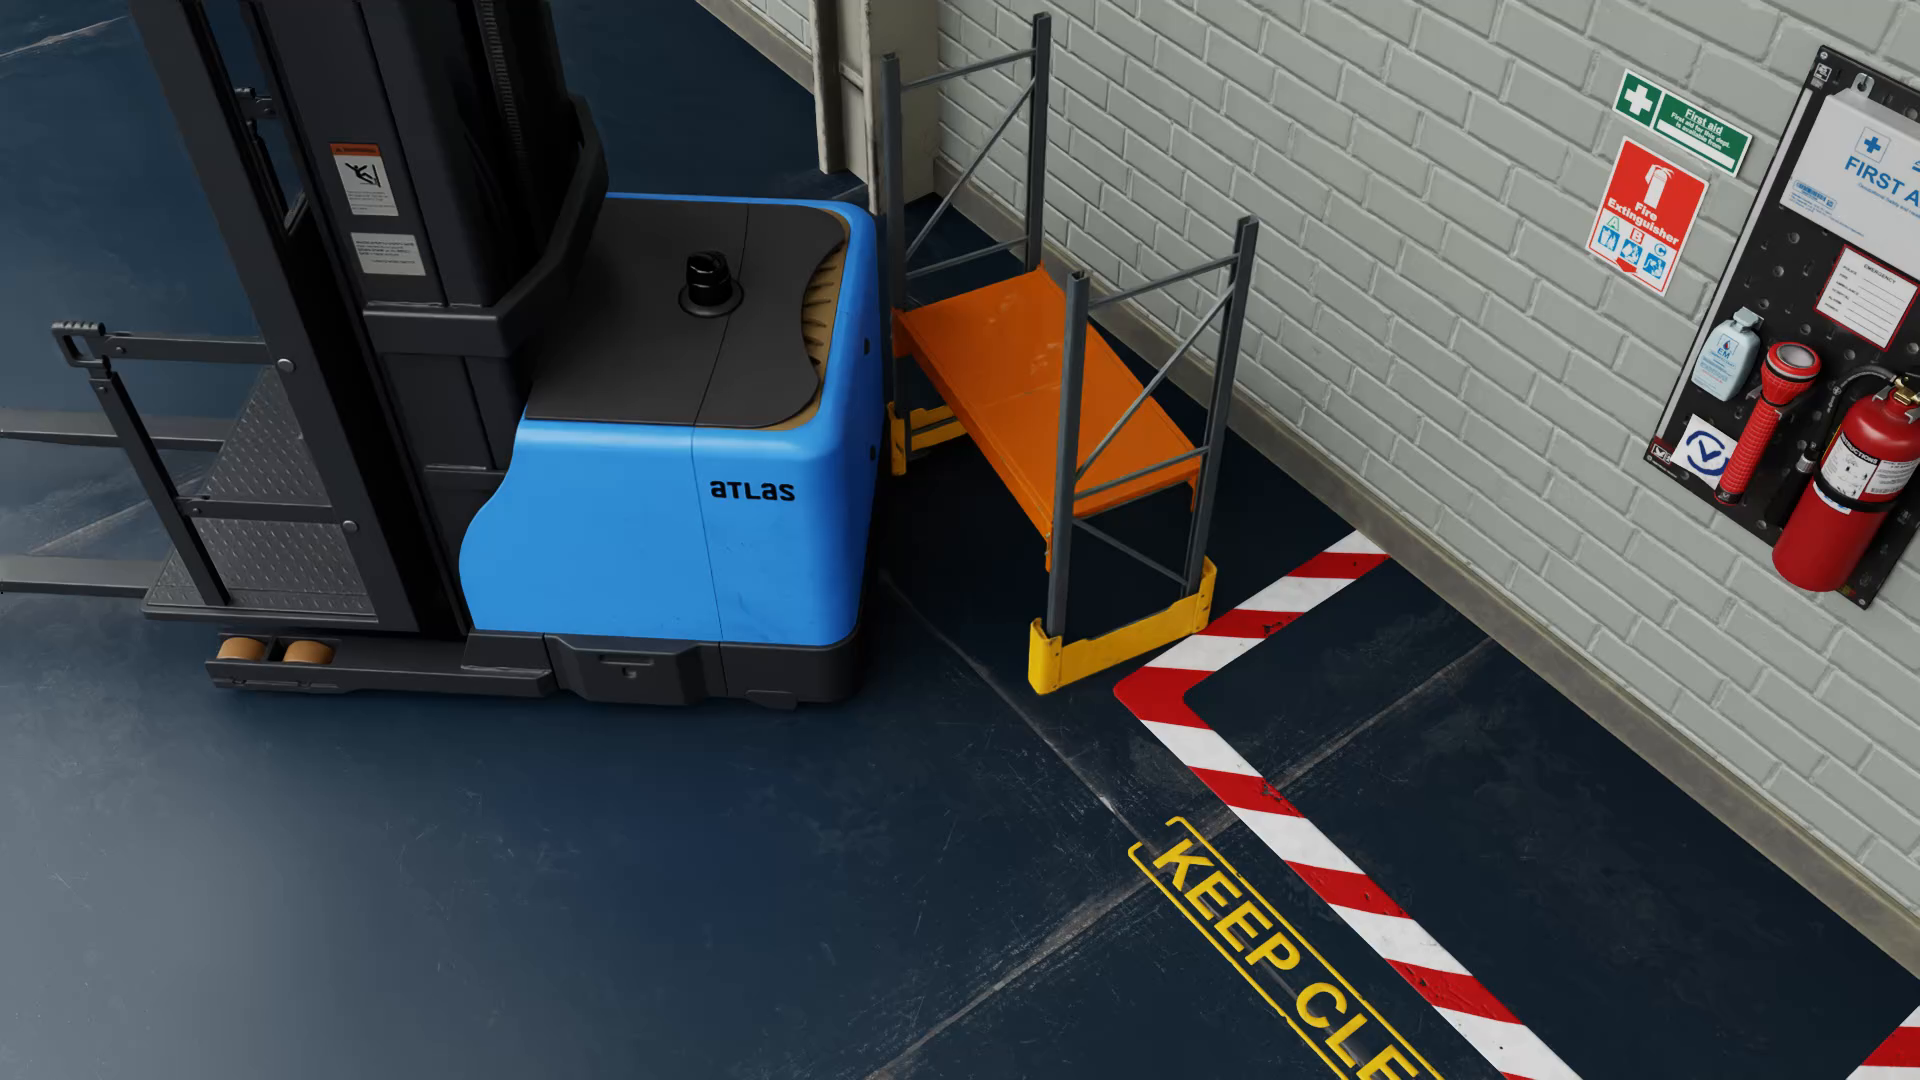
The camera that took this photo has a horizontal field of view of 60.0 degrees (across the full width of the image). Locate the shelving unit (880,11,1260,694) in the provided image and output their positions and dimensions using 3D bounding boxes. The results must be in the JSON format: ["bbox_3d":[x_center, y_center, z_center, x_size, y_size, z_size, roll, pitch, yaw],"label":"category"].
[{"bbox_3d":[0.251,-0.503,4.694,0.587,1.500,1.083,-20,51,-17],"label":"shelving unit"}]

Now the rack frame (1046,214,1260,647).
[{"bbox_3d":[0.474,-0.172,4.394,0.500,1.500,0.032,-20,51,-17],"label":"rack frame"}]

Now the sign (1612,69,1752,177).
[{"bbox_3d":[1.594,-0.925,3.682,0.001,0.109,0.331,-29,54,-24],"label":"sign"}]

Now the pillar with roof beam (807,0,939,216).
[{"bbox_3d":[-3.742,-2.517,1.458,9.100,9.000,0.400,-29,54,-24],"label":"pillar with roof beam"}]

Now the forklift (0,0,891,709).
[{"bbox_3d":[-1.761,-0.927,4.112,3.031,2.935,1.130,3,48,2],"label":"forklift"}]

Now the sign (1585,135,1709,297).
[{"bbox_3d":[1.598,-0.753,3.884,0.001,0.329,0.234,-29,54,-24],"label":"sign"}]

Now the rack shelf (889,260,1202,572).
[{"bbox_3d":[0.247,-0.388,4.832,0.538,0.185,1.000,-20,51,-17],"label":"rack shelf"}]

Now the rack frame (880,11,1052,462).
[{"bbox_3d":[0.019,-0.846,5.005,0.500,1.500,0.032,-20,51,-17],"label":"rack frame"}]

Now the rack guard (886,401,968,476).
[{"bbox_3d":[0.028,-0.413,5.456,0.587,0.250,0.087,-20,51,-17],"label":"rack guard"}]

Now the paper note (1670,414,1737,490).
[{"bbox_3d":[1.799,-0.209,4.009,0.016,0.148,0.142,-29,54,-24],"label":"paper note"}]

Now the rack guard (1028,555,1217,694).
[{"bbox_3d":[0.474,0.247,4.858,0.587,0.250,0.087,-20,51,-17],"label":"rack guard"}]

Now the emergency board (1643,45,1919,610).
[{"bbox_3d":[1.851,-0.369,3.560,0.194,1.169,0.643,-29,54,-24],"label":"emergency board"}]
